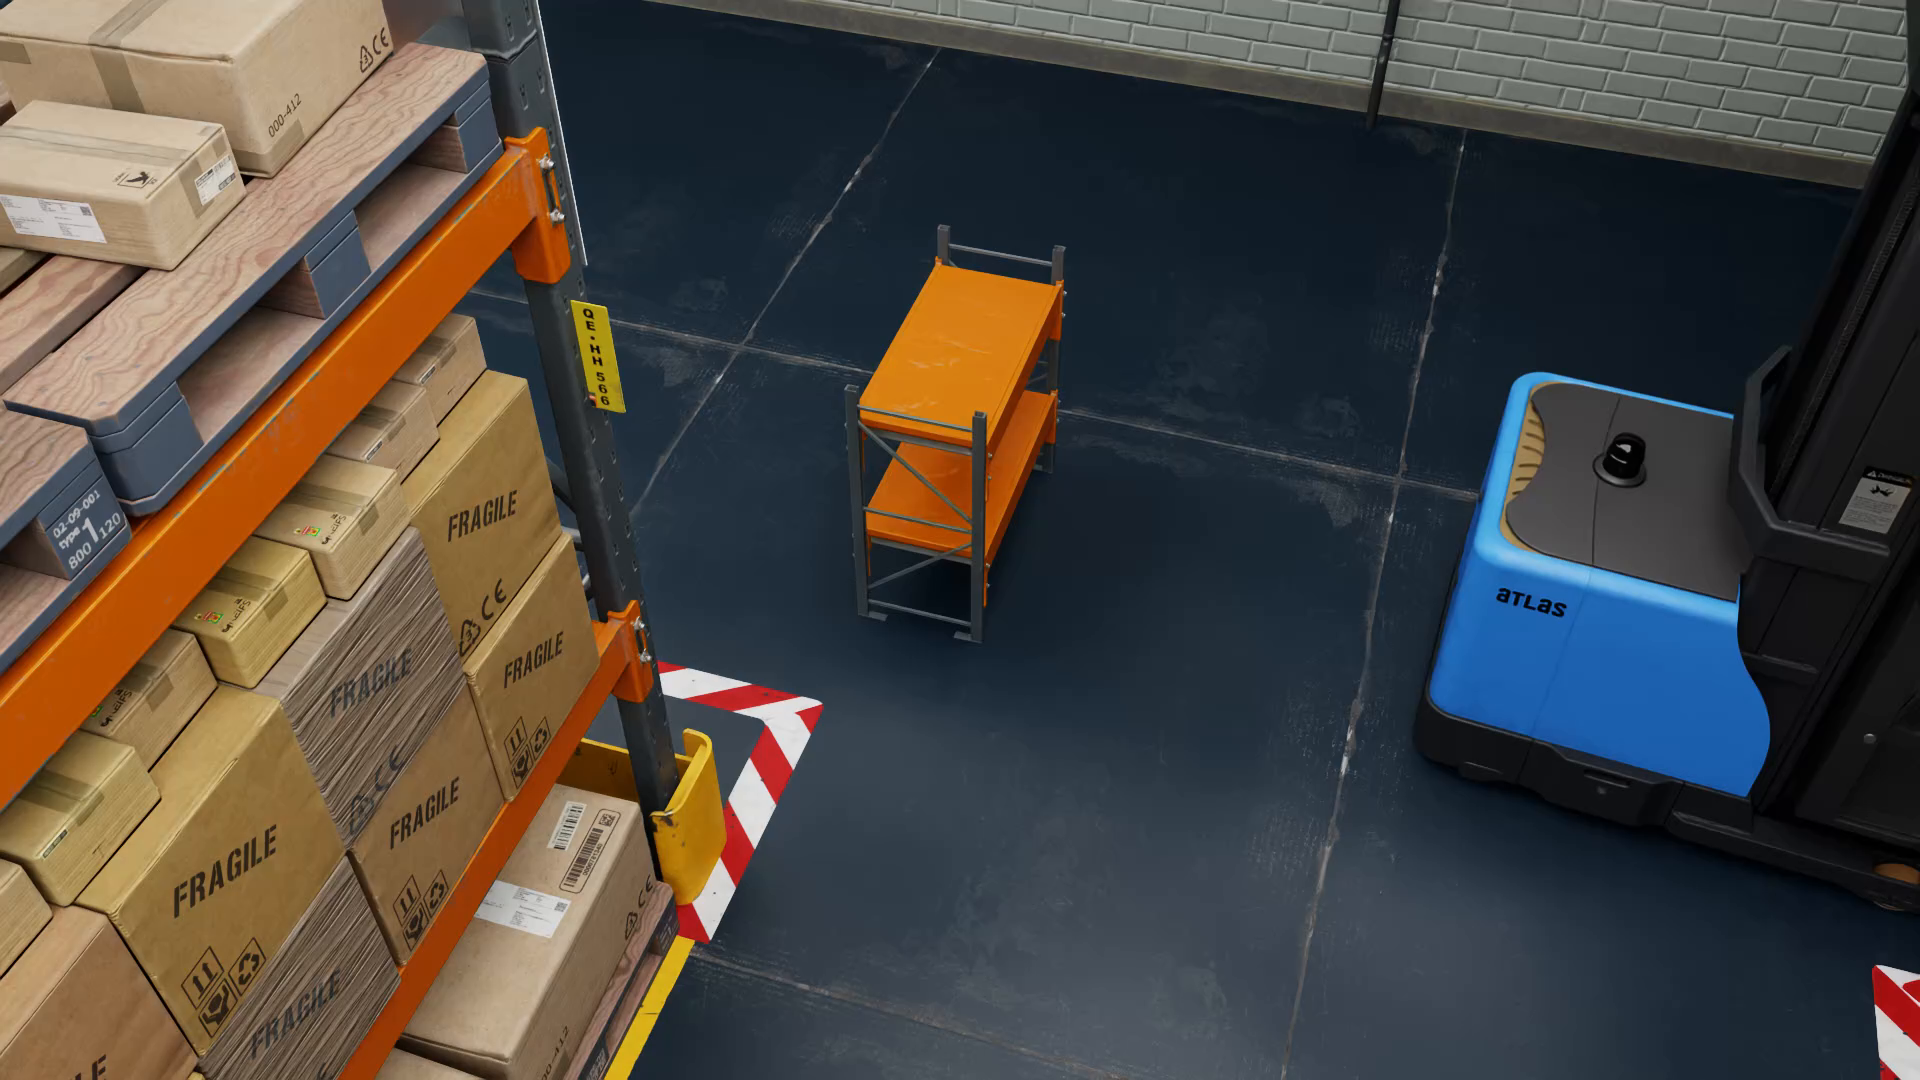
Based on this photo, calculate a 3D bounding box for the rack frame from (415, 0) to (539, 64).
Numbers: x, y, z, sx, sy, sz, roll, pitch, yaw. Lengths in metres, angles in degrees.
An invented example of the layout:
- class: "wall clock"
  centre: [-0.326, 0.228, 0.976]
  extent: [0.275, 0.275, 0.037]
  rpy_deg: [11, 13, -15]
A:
- class: "rack frame"
  centre: [-1.398, -2.215, 2.579]
  extent: [1.000, 3.000, 0.127]
  rpy_deg: [13, 46, 13]

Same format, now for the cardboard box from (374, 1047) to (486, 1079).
- class: "cardboard box"
  centre: [-1.772, 1.768, 4.330]
  extent: [0.875, 0.438, 0.875]
  rpy_deg: [14, 46, 14]

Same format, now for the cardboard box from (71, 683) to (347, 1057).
- class: "cardboard box"
  centre: [-1.601, 0.592, 3.214]
  extent: [0.500, 0.500, 0.500]
  rpy_deg: [12, 46, 12]

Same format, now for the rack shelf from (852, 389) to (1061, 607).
- class: "rack shelf"
  centre: [0.002, -0.232, 6.532]
  extent: [0.538, 0.278, 1.000]
  rpy_deg: [13, 46, 13]

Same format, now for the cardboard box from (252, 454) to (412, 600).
- class: "cardboard box"
  centre: [-1.368, -0.050, 3.406]
  extent: [0.380, 0.149, 0.250]
  rpy_deg: [12, 46, 12]

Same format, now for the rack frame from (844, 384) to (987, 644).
- class: "rack frame"
  centre: [-0.152, -0.068, 6.015]
  extent: [0.500, 1.125, 0.032]
  rpy_deg: [13, 46, 13]

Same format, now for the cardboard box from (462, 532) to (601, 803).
- class: "cardboard box"
  centre: [-1.292, 0.271, 4.256]
  extent: [0.500, 0.500, 0.500]
  rpy_deg: [13, 46, 13]

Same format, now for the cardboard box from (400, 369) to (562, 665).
- class: "cardboard box"
  centre: [-1.318, -0.092, 3.913]
  extent: [0.500, 0.500, 0.500]
  rpy_deg: [14, 46, 14]

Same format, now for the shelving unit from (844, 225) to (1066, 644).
- class: "shelving unit"
  centre: [0.002, -0.407, 6.361]
  extent: [0.538, 1.125, 1.048]
  rpy_deg: [13, 46, 13]

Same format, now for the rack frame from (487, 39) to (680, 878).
- class: "rack frame"
  centre: [-1.398, -0.070, 4.677]
  extent: [1.000, 3.000, 0.127]
  rpy_deg: [13, 46, 13]

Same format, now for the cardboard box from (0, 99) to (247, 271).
- class: "cardboard box"
  centre: [-1.500, -0.623, 2.905]
  extent: [0.380, 0.149, 0.250]
  rpy_deg: [9, 45, 9]

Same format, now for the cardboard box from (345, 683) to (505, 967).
- class: "cardboard box"
  centre: [-1.459, 0.603, 3.918]
  extent: [0.500, 0.500, 0.500]
  rpy_deg: [12, 46, 12]

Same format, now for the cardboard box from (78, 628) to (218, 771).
- class: "cardboard box"
  centre: [-1.630, 0.269, 3.080]
  extent: [0.380, 0.149, 0.250]
  rpy_deg: [12, 46, 12]

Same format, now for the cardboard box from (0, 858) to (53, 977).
- class: "cardboard box"
  centre: [-1.748, 0.619, 2.722]
  extent: [0.380, 0.149, 0.250]
  rpy_deg: [14, 46, 14]

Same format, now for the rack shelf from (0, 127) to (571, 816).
- class: "rack shelf"
  centre: [-2.004, 0.448, 2.517]
  extent: [1.077, 0.370, 4.000]
  rpy_deg: [13, 46, 13]

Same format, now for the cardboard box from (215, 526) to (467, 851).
- class: "cardboard box"
  centre: [-1.448, 0.263, 3.550]
  extent: [0.500, 0.500, 0.500]
  rpy_deg: [13, 46, 13]

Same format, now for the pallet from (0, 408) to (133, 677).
- class: "pallet"
  centre: [-1.981, 0.202, 2.318]
  extent: [1.003, 0.211, 1.213]
  rpy_deg: [13, 46, 13]

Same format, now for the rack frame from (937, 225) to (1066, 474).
- class: "rack frame"
  centre: [0.156, -0.745, 6.707]
  extent: [0.500, 1.125, 0.032]
  rpy_deg: [13, 46, 13]

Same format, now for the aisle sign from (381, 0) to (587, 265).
- class: "aisle sign"
  centre: [-1.081, -0.982, 3.750]
  extent: [0.394, 0.787, 0.004]
  rpy_deg: [13, 46, 13]

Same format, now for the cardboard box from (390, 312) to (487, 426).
- class: "cardboard box"
  centre: [-1.316, -0.414, 3.778]
  extent: [0.380, 0.149, 0.250]
  rpy_deg: [13, 46, 13]

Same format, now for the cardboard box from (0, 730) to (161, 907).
- class: "cardboard box"
  centre: [-1.650, 0.448, 2.897]
  extent: [0.380, 0.149, 0.250]
  rpy_deg: [14, 46, 13]

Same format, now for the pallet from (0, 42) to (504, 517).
- class: "pallet"
  centre: [-1.613, -0.614, 3.152]
  extent: [1.003, 0.211, 1.213]
  rpy_deg: [13, 46, 13]

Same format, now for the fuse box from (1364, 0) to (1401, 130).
- class: "fuse box"
  centre: [2.245, -2.831, 8.420]
  extent: [0.539, 1.711, 0.414]
  rpy_deg: [13, 46, 13]

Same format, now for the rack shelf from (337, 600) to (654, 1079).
- class: "rack shelf"
  centre: [-2.004, 1.520, 3.567]
  extent: [1.077, 0.370, 4.000]
  rpy_deg: [13, 46, 13]

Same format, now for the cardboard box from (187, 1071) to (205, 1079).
- class: "cardboard box"
  centre: [-1.749, 1.295, 3.211]
  extent: [0.500, 0.500, 0.500]
  rpy_deg: [14, 46, 14]

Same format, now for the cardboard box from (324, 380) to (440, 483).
- class: "cardboard box"
  centre: [-1.370, -0.239, 3.600]
  extent: [0.380, 0.149, 0.250]
  rpy_deg: [13, 46, 13]

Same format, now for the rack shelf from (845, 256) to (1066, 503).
- class: "rack shelf"
  centre: [0.002, -0.616, 6.156]
  extent: [0.538, 0.278, 1.000]
  rpy_deg: [13, 46, 13]

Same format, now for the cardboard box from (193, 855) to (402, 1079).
- class: "cardboard box"
  centre: [-1.605, 0.948, 3.565]
  extent: [0.500, 0.500, 0.500]
  rpy_deg: [14, 46, 14]

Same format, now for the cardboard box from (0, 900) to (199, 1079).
- class: "cardboard box"
  centre: [-1.755, 0.927, 2.872]
  extent: [0.500, 0.500, 0.500]
  rpy_deg: [12, 46, 12]

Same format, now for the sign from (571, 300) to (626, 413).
- class: "sign"
  centre: [-0.885, -0.445, 4.063]
  extent: [0.100, 0.325, 0.005]
  rpy_deg: [13, 46, 13]

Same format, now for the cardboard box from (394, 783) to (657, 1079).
- class: "cardboard box"
  centre: [-1.503, 1.156, 4.955]
  extent: [0.875, 0.438, 0.875]
  rpy_deg: [11, 45, 11]

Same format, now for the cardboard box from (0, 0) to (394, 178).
- class: "cardboard box"
  centre: [-1.449, -0.956, 3.173]
  extent: [0.500, 0.250, 0.500]
  rpy_deg: [9, 45, 9]

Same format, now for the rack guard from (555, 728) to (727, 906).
- class: "rack guard"
  centre: [-1.391, 0.807, 5.568]
  extent: [1.175, 0.500, 0.348]
  rpy_deg: [13, 46, 13]

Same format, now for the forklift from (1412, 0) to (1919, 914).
- class: "forklift"
  centre: [3.181, -0.198, 4.857]
  extent: [3.031, 2.935, 1.130]
  rpy_deg: [15, 46, 15]

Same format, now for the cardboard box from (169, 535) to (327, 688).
- class: "cardboard box"
  centre: [-1.484, 0.110, 3.243]
  extent: [0.380, 0.149, 0.250]
  rpy_deg: [14, 46, 13]

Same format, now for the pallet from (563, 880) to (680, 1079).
- class: "pallet"
  centre: [-1.566, 1.476, 5.091]
  extent: [1.003, 0.211, 1.213]
  rpy_deg: [13, 46, 13]
